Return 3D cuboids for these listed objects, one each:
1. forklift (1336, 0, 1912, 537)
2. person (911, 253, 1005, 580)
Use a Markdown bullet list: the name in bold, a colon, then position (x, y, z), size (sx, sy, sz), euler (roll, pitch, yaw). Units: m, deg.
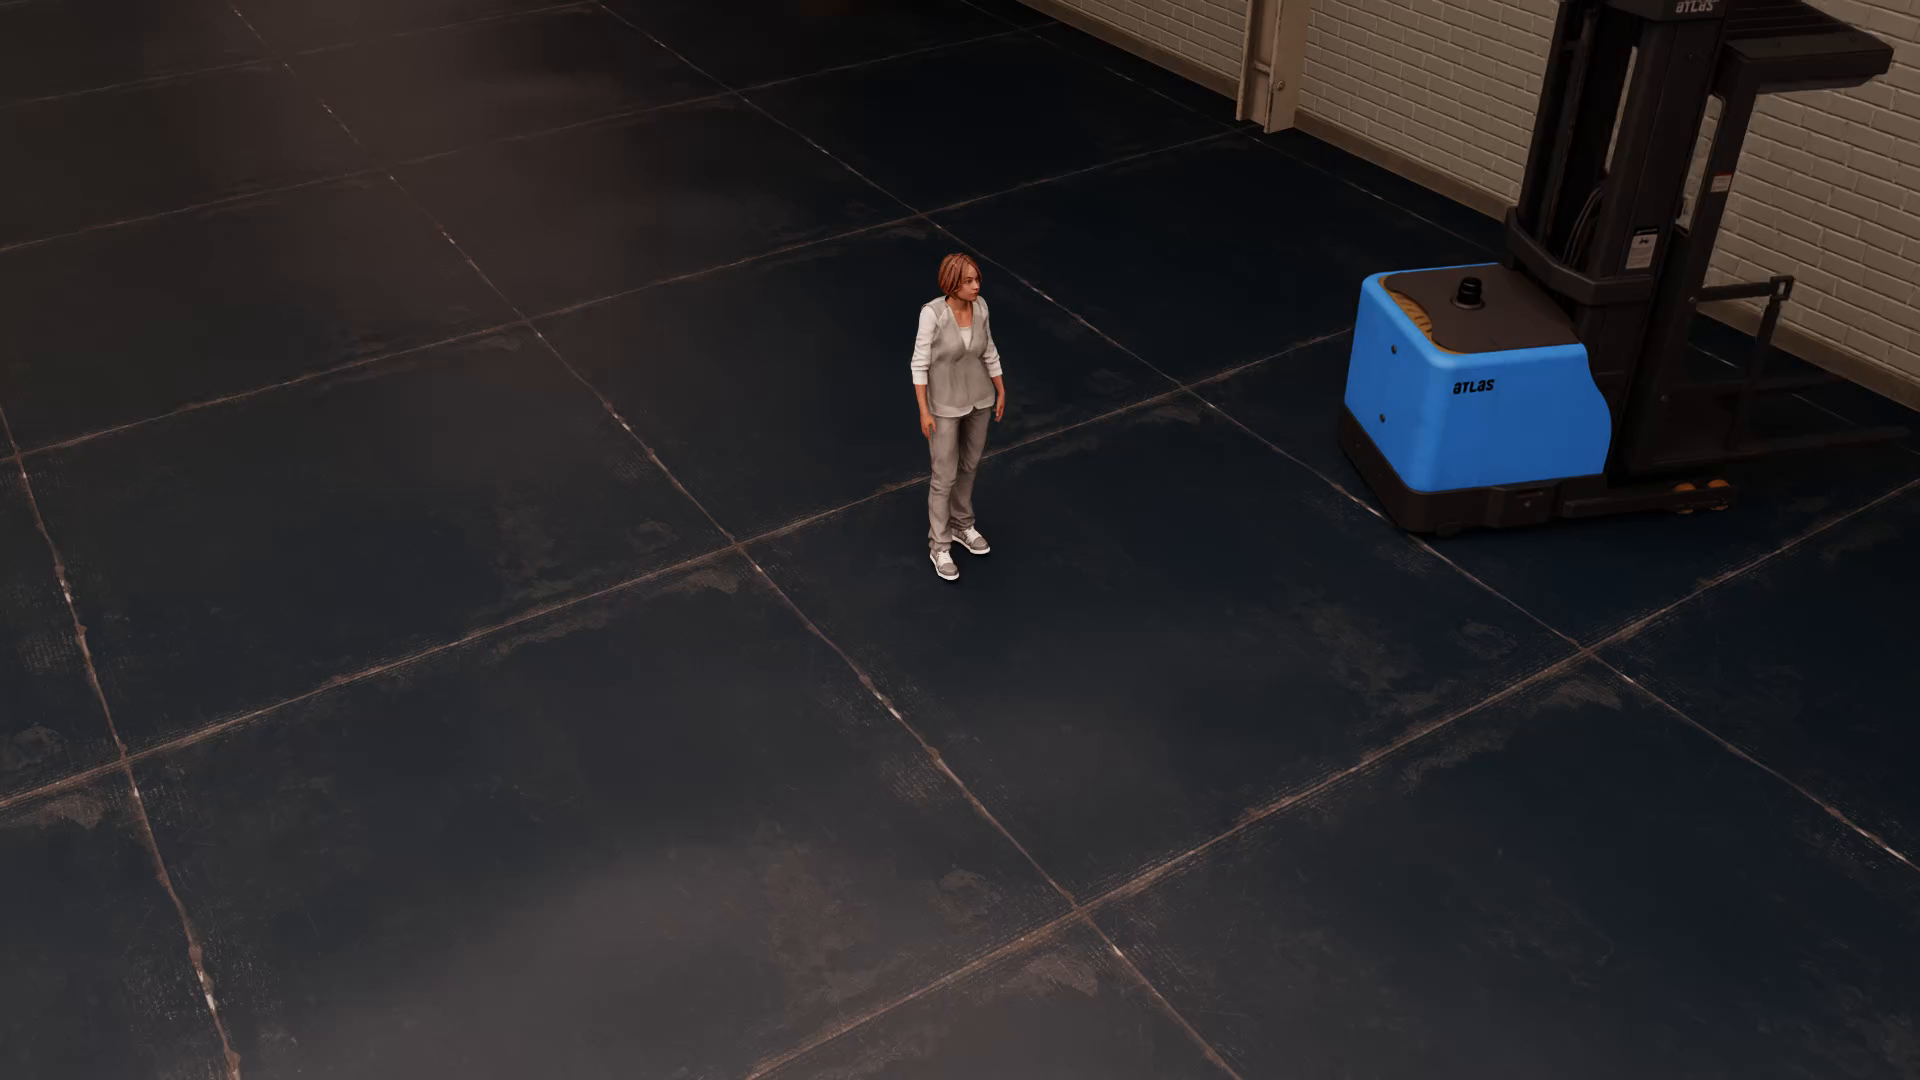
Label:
- **forklift**: position (3.691, -1.629, 8.466), size (3.031, 2.935, 1.130), euler (-6, 36, -9)
- **person**: position (0.028, -0.620, 8.177), size (0.521, 1.596, 0.475), euler (-21, 40, -27)
